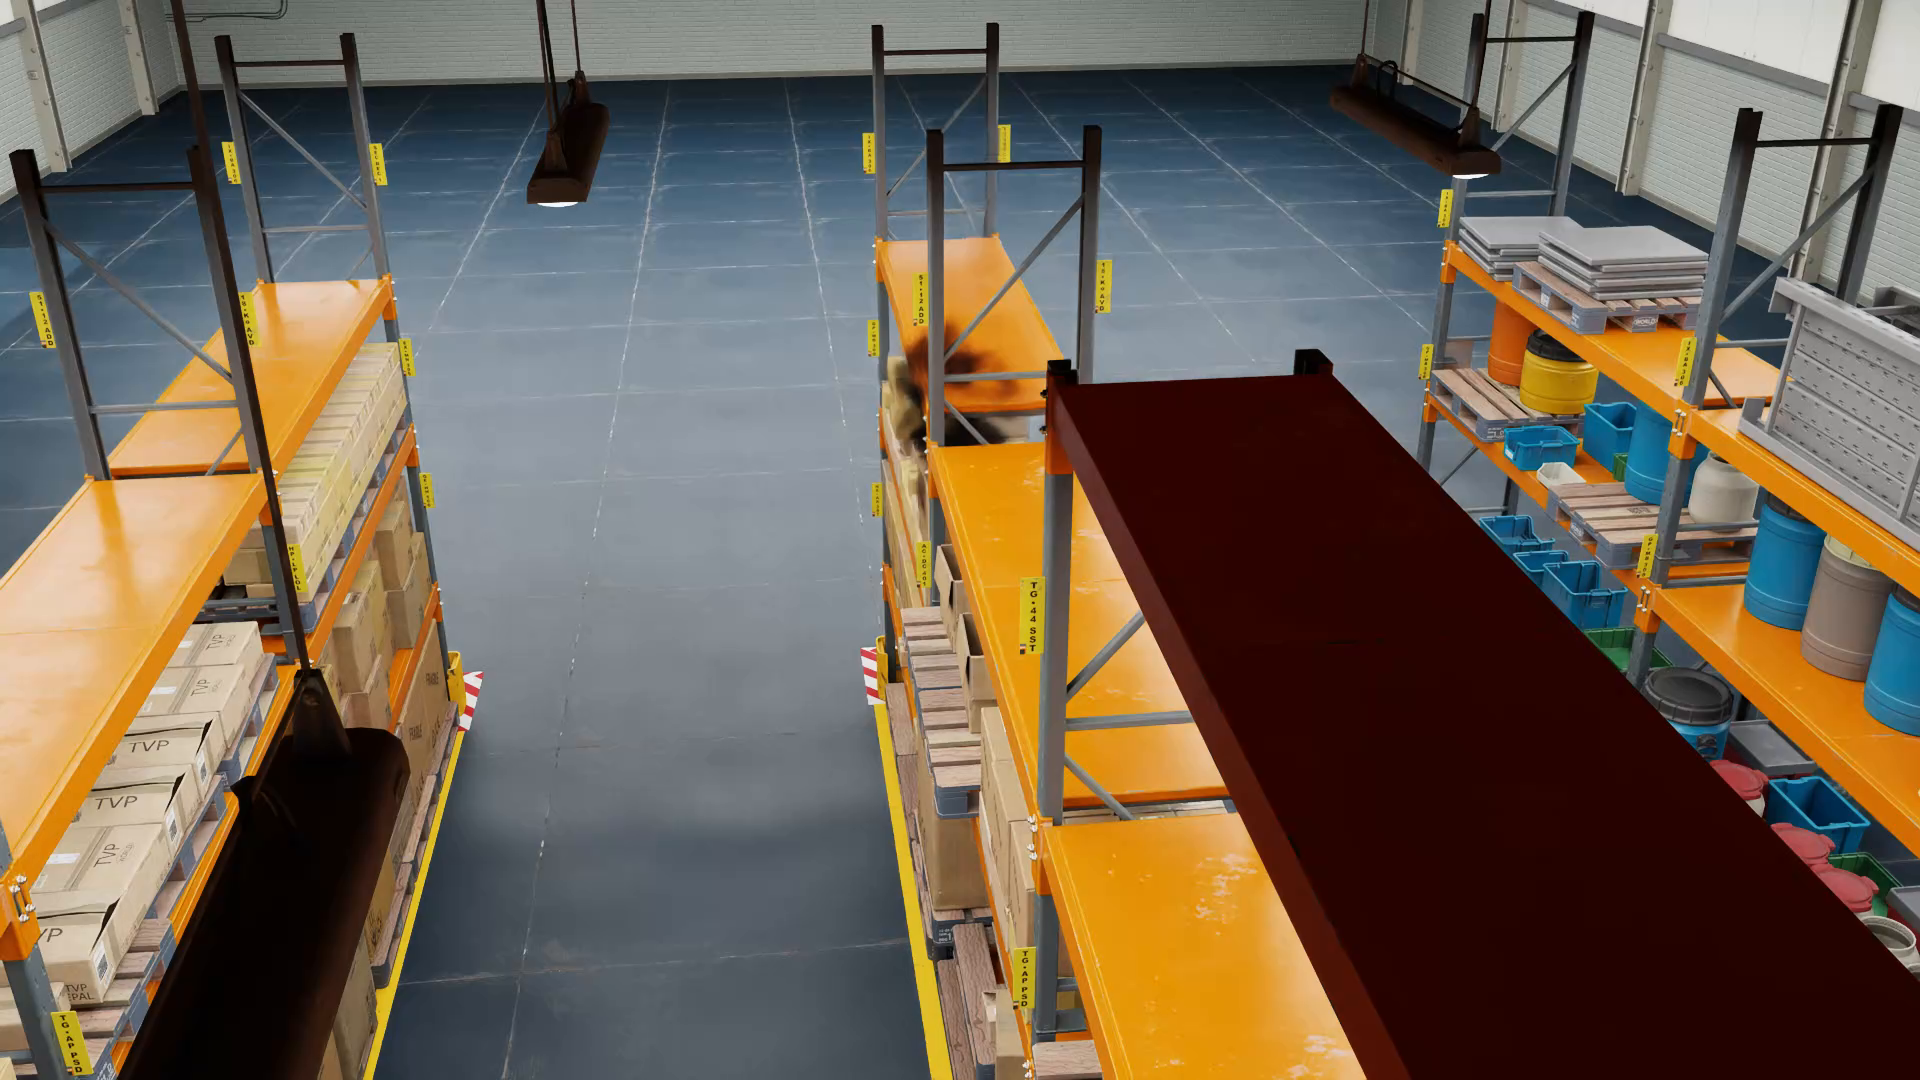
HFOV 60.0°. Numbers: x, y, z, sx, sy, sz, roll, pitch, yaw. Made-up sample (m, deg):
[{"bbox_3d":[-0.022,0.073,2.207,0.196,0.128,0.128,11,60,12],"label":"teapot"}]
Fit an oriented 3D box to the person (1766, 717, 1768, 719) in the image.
[{"bbox_3d":[6.984,1.148,14.042,0.660,1.807,0.725,-10,27,-20],"label":"person"}]
